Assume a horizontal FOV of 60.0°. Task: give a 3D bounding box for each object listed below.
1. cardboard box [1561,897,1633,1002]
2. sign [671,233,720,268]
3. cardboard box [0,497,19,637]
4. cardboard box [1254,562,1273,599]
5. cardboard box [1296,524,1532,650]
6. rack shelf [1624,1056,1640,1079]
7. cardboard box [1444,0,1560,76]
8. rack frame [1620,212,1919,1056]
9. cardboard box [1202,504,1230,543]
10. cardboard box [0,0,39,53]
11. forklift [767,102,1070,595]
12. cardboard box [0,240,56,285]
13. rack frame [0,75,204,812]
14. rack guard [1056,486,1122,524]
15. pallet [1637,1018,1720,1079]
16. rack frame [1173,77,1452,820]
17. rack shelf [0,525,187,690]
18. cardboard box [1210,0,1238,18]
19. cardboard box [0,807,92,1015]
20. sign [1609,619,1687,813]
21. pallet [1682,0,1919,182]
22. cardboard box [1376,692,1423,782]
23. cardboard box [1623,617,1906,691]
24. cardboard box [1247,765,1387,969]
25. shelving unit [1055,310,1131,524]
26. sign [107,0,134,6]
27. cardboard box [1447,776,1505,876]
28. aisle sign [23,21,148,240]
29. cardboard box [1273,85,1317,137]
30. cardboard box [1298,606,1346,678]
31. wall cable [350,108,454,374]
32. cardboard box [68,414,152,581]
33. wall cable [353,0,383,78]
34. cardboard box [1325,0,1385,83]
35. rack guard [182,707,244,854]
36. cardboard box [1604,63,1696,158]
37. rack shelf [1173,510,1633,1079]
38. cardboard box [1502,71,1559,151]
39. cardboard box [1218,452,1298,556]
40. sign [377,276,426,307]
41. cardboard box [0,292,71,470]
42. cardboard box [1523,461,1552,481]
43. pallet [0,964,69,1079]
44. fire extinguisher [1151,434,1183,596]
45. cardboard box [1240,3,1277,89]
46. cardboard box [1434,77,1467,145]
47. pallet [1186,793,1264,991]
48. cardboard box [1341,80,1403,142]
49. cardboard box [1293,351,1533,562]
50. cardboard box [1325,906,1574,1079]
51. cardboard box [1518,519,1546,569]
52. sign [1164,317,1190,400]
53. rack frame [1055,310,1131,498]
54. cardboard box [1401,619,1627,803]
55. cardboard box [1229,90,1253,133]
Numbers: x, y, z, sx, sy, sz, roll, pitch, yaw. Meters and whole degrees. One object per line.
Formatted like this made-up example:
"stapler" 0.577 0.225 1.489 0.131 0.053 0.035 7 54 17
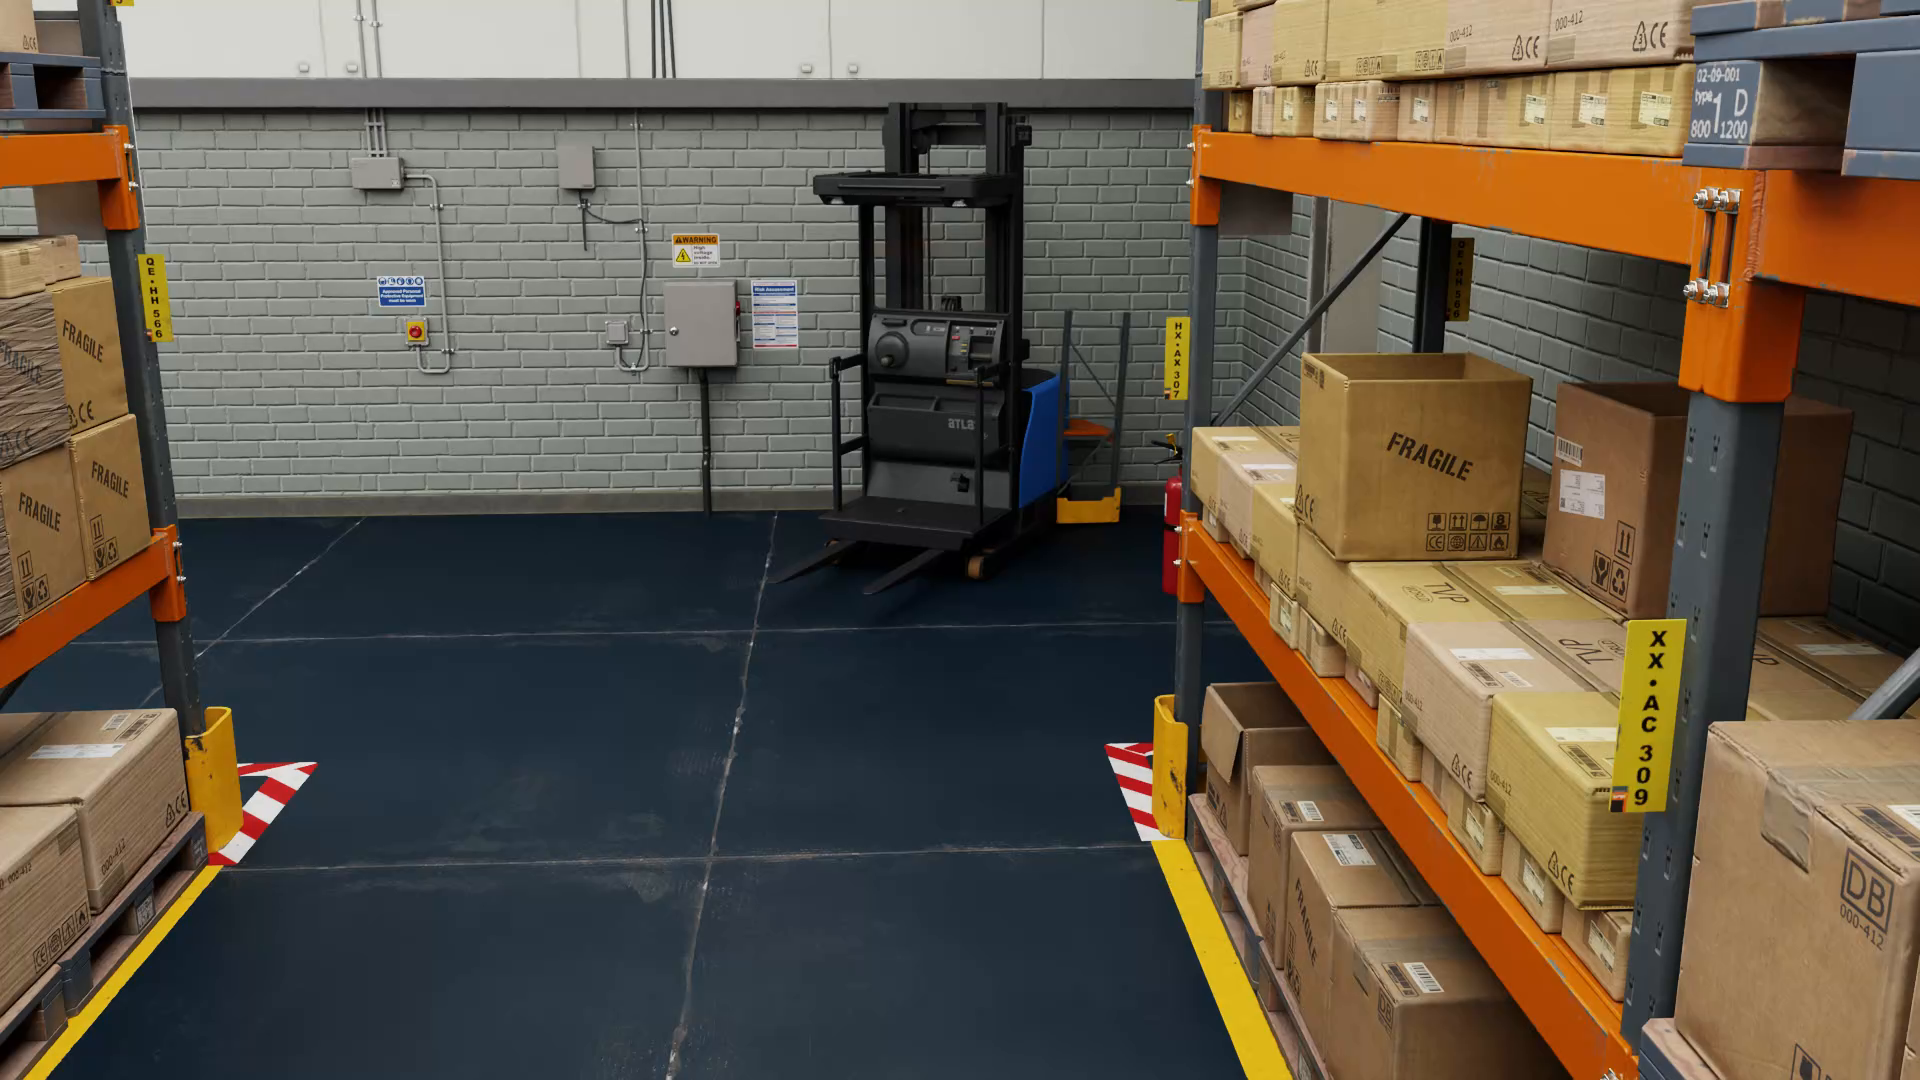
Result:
"cardboard box" 1.374 0.739 3.138 0.380 0.149 0.250 -1 14 -3
"sign" -1.891 -2.073 11.906 0.339 0.242 0.001 -1 14 -3
"cardboard box" -3.204 0.096 4.933 0.500 0.500 0.500 0 14 -2
"cardboard box" 1.212 0.097 5.634 0.380 0.149 0.250 0 14 -2
"cardboard box" 1.277 0.122 4.737 0.500 0.250 0.500 -1 14 -5
"rack shelf" 1.770 1.539 0.970 1.077 0.370 4.000 -1 14 -3
"cardboard box" 1.324 -1.076 3.374 0.500 0.250 0.500 -1 14 -5
"rack frame" 1.646 0.693 2.813 1.000 3.000 0.127 -1 14 -3
"cardboard box" 1.145 -0.094 6.377 0.380 0.149 0.250 -1 14 -4
"cardboard box" -3.438 -1.746 5.529 0.500 0.250 0.500 -2 15 -9
"forklift" -0.238 -1.276 10.603 1.130 2.935 3.031 6 16 22
"cardboard box" -3.294 -0.922 5.582 0.380 0.149 0.250 -1 14 -2
"rack frame" -3.556 -0.224 6.378 1.000 3.000 0.127 -1 14 -3
"rack guard" 0.873 -0.252 11.873 0.587 0.250 0.087 -2 13 -22
"pallet" 1.587 0.986 2.058 1.003 0.211 1.213 -1 14 -3
"rack frame" 1.398 -0.302 6.680 1.000 3.000 0.127 -1 14 -3
"rack shelf" -3.432 0.622 4.535 1.077 0.370 4.000 -1 14 -3
"cardboard box" 1.175 -1.954 5.781 0.500 0.250 0.500 -1 14 -4
"cardboard box" -3.350 1.203 5.129 0.875 0.438 0.875 0 14 -2
"sign" 1.105 0.284 2.666 0.100 0.325 0.005 -1 14 -3
"pallet" 1.616 -0.505 1.828 1.213 0.211 1.003 -1 14 -3
"cardboard box" 1.263 0.482 4.138 0.380 0.149 0.250 -1 14 -4
"cardboard box" 1.847 0.370 3.774 0.500 0.250 0.500 -1 14 -4
"cardboard box" 1.356 1.072 5.513 0.700 0.500 0.500 0 14 -1
"shelving unit" 0.722 -0.970 12.191 0.587 1.500 1.083 -2 13 -22
"sign" -3.013 -2.072 5.923 0.100 0.325 0.005 -1 14 -3
"cardboard box" 1.296 0.611 3.638 0.380 0.149 0.250 -1 14 -2
"aisle sign" -3.251 -1.506 6.143 0.394 0.787 0.004 -1 14 -3
"cardboard box" 1.163 -1.293 5.015 0.380 0.149 0.250 -1 14 -4
"cardboard box" 1.212 0.292 4.875 0.380 0.149 0.250 -1 14 -2
"wall cable" -3.928 -2.133 11.697 0.585 1.953 0.123 -1 14 -3
"cardboard box" -3.262 -0.157 5.916 0.500 0.500 0.500 -1 14 -3
"wall cable" -4.189 -4.540 11.112 0.463 3.000 0.029 -1 14 -3
"cardboard box" 1.279 -1.330 4.358 0.500 0.250 0.500 -1 14 -4
"rack guard" -3.557 0.980 6.713 1.175 0.500 0.348 -1 14 -3
"cardboard box" 1.329 -0.723 2.801 0.380 0.149 0.250 -1 14 -4
"rack shelf" 1.522 0.544 4.836 1.077 0.370 4.000 -1 14 -3
"cardboard box" 1.309 -0.851 3.298 0.380 0.149 0.250 0 14 -2
"cardboard box" 1.189 -0.131 5.719 0.500 0.250 0.500 -1 14 -3
"sign" -3.980 -1.772 11.850 0.327 0.218 0.001 -1 14 -3
"cardboard box" -3.226 -0.511 5.286 0.500 0.500 0.500 -1 14 -3
"cardboard box" 1.722 -0.135 5.734 0.500 0.250 0.500 -1 14 -3
"pallet" -3.356 1.627 4.781 1.003 0.211 1.213 -1 14 -3
"fire extinguisher" 0.928 -0.113 6.850 0.296 0.674 0.183 -1 14 -3
"cardboard box" 1.205 -1.585 5.352 0.500 0.250 0.500 -1 14 -2
"cardboard box" 1.311 -0.979 3.795 0.380 0.149 0.250 0 14 -2
"pallet" 1.453 1.266 6.183 1.003 0.211 1.213 -1 14 -3
"cardboard box" 1.204 -1.105 4.287 0.380 0.149 0.250 -1 14 -2
"cardboard box" 1.251 -0.246 4.663 0.500 0.500 0.500 -1 14 -2
"cardboard box" 1.420 1.330 4.510 0.700 0.500 0.500 -1 14 -6
"cardboard box" 1.781 0.119 4.750 0.500 0.250 0.500 -1 14 -4
"sign" 0.857 -0.713 6.539 0.100 0.325 0.005 -1 14 -3
"rack frame" 0.917 -0.858 11.725 0.500 1.500 0.032 -2 13 -22
"cardboard box" 1.325 0.374 3.756 0.500 0.250 0.500 -1 14 -3
"cardboard box" 1.186 -1.550 6.015 0.380 0.149 0.250 -1 14 -2
